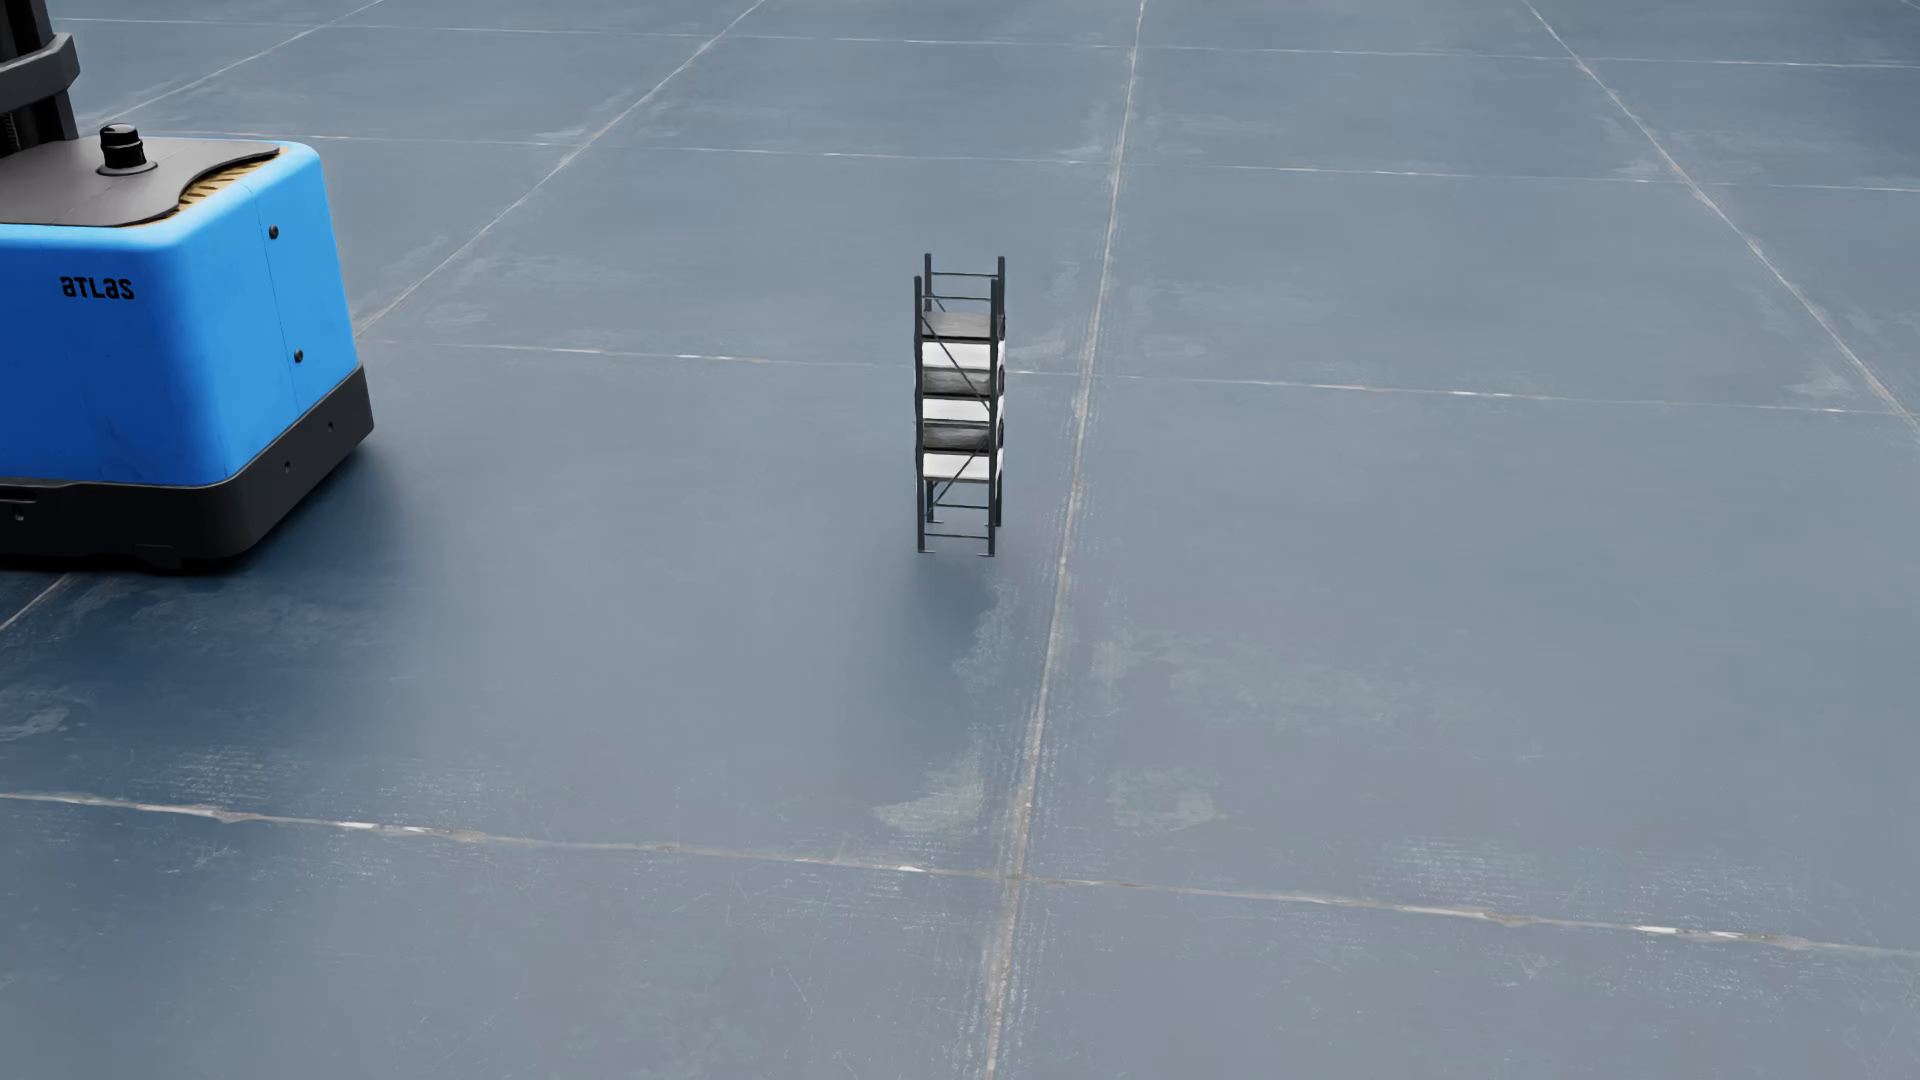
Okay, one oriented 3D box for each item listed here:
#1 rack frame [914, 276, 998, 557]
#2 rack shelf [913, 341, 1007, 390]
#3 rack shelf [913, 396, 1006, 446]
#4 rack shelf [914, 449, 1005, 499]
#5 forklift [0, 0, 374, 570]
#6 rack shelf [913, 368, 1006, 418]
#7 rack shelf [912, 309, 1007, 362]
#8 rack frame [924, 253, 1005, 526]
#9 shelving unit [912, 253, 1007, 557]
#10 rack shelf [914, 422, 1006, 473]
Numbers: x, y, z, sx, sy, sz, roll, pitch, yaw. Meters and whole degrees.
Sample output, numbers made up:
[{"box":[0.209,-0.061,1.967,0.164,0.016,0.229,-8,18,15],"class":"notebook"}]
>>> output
[{"box":[-0.011,-0.352,4.955,0.240,0.900,0.006,3,28,6],"class":"rack frame"},{"box":[0.001,-0.529,4.974,0.258,0.077,0.200,3,28,6],"class":"rack shelf"},{"box":[0.001,-0.371,5.059,0.258,0.077,0.200,3,28,6],"class":"rack shelf"},{"box":[0.001,-0.212,5.145,0.258,0.077,0.200,3,28,6],"class":"rack shelf"},{"box":[-3.605,-1.493,4.931,3.031,2.935,1.130,3,28,6],"class":"forklift"},{"box":[0.001,-0.450,5.017,0.258,0.077,0.200,3,28,6],"class":"rack shelf"},{"box":[0.001,-0.608,4.931,0.258,0.077,0.200,3,28,6],"class":"rack shelf"},{"box":[0.013,-0.448,5.132,0.240,0.900,0.006,3,28,6],"class":"rack frame"},{"box":[0.001,-0.400,5.044,0.258,0.900,0.210,3,28,6],"class":"shelving unit"},{"box":[0.001,-0.291,5.102,0.258,0.077,0.200,3,28,6],"class":"rack shelf"}]
